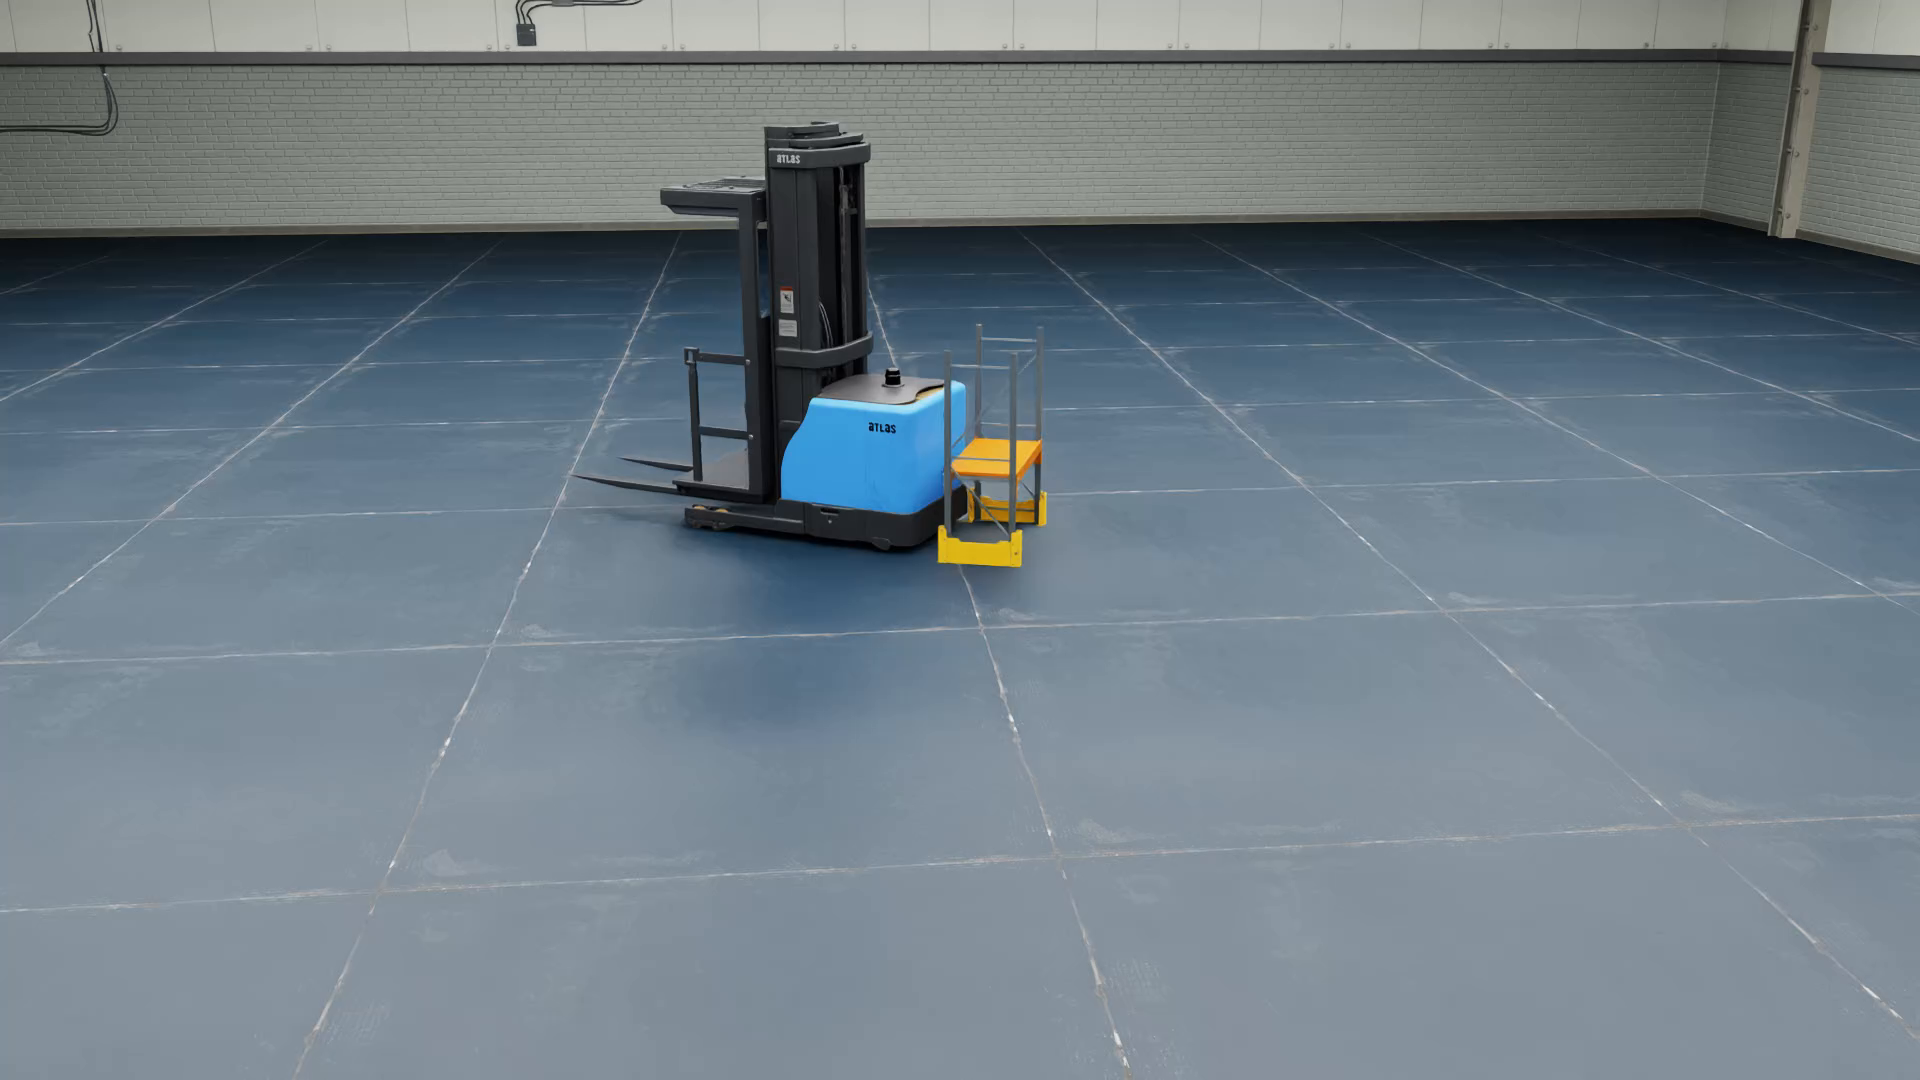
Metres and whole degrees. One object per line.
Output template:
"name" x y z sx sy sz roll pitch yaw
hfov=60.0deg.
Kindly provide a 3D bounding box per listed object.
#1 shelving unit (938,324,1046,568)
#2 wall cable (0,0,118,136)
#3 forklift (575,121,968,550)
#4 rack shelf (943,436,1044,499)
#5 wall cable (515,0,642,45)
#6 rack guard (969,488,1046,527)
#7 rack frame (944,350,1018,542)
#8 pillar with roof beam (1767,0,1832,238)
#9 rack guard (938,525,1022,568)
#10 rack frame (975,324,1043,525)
"shelving unit" 0.248 -0.699 11.898 0.587 1.500 1.083 4 18 12
"wall cable" -15.942 -8.067 28.033 3.097 2.526 0.112 -2 18 -6
"forklift" -1.506 -1.599 12.375 3.031 2.935 1.130 8 19 23
"rack shelf" 0.250 -0.530 11.961 0.538 0.185 1.000 4 18 12
"wall cable" -6.498 -11.459 27.977 2.305 6.003 0.169 -2 18 -6
"rack guard" 0.357 -0.248 12.549 0.587 0.250 0.087 4 18 12
"rack frame" 0.139 -0.553 11.433 0.500 1.500 0.032 4 18 12
"pillar with roof beam" 10.096 -9.470 27.318 9.100 9.000 0.400 -2 18 -6
"rack guard" 0.140 0.043 11.622 0.587 0.250 0.087 4 18 12
"rack frame" 0.361 -0.850 12.380 0.500 1.500 0.032 4 18 12
